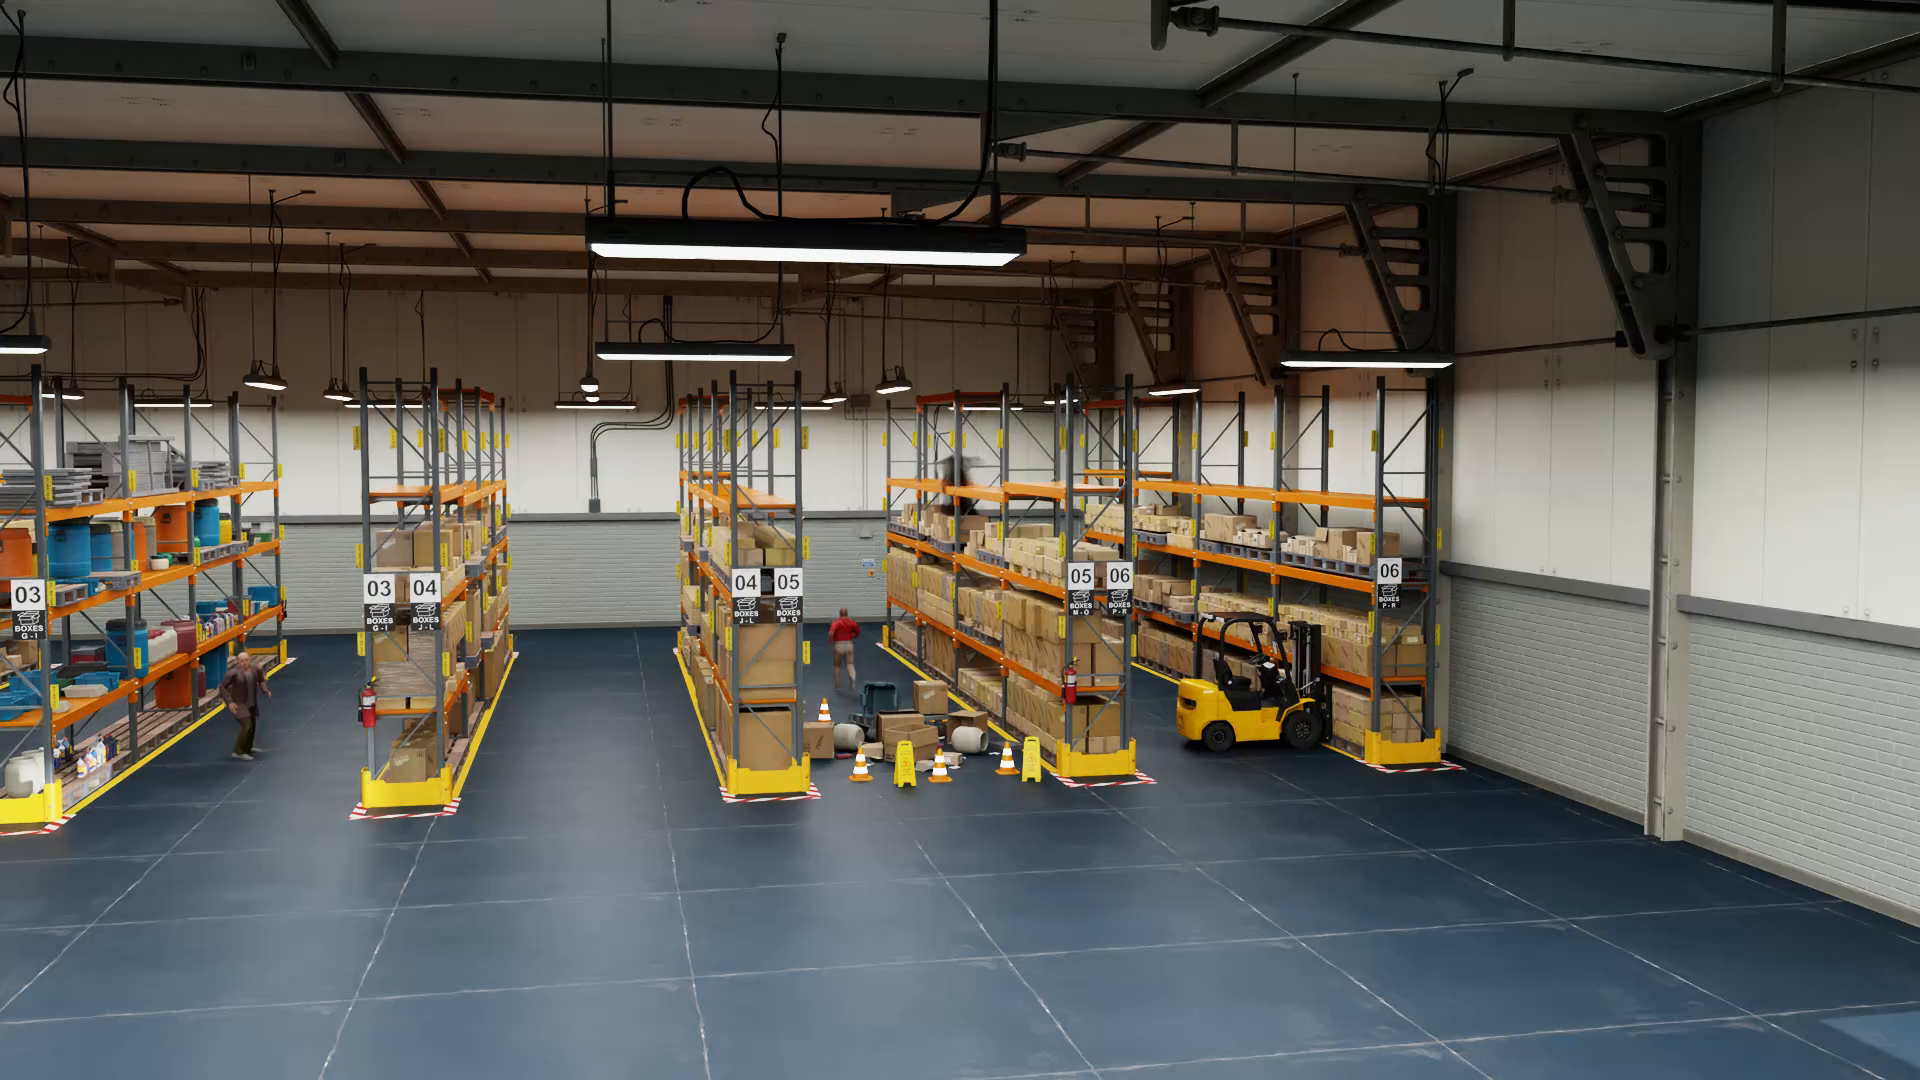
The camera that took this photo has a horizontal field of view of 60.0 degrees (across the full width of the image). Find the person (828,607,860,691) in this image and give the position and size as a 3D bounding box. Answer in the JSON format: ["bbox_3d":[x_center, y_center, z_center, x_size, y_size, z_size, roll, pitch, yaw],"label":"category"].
[{"bbox_3d":[-2.320,2.175,33.034,0.683,1.693,0.926,-1,4,-18],"label":"person"}]

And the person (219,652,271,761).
[{"bbox_3d":[-11.233,2.606,26.221,0.849,1.716,0.729,2,4,24],"label":"person"}]
